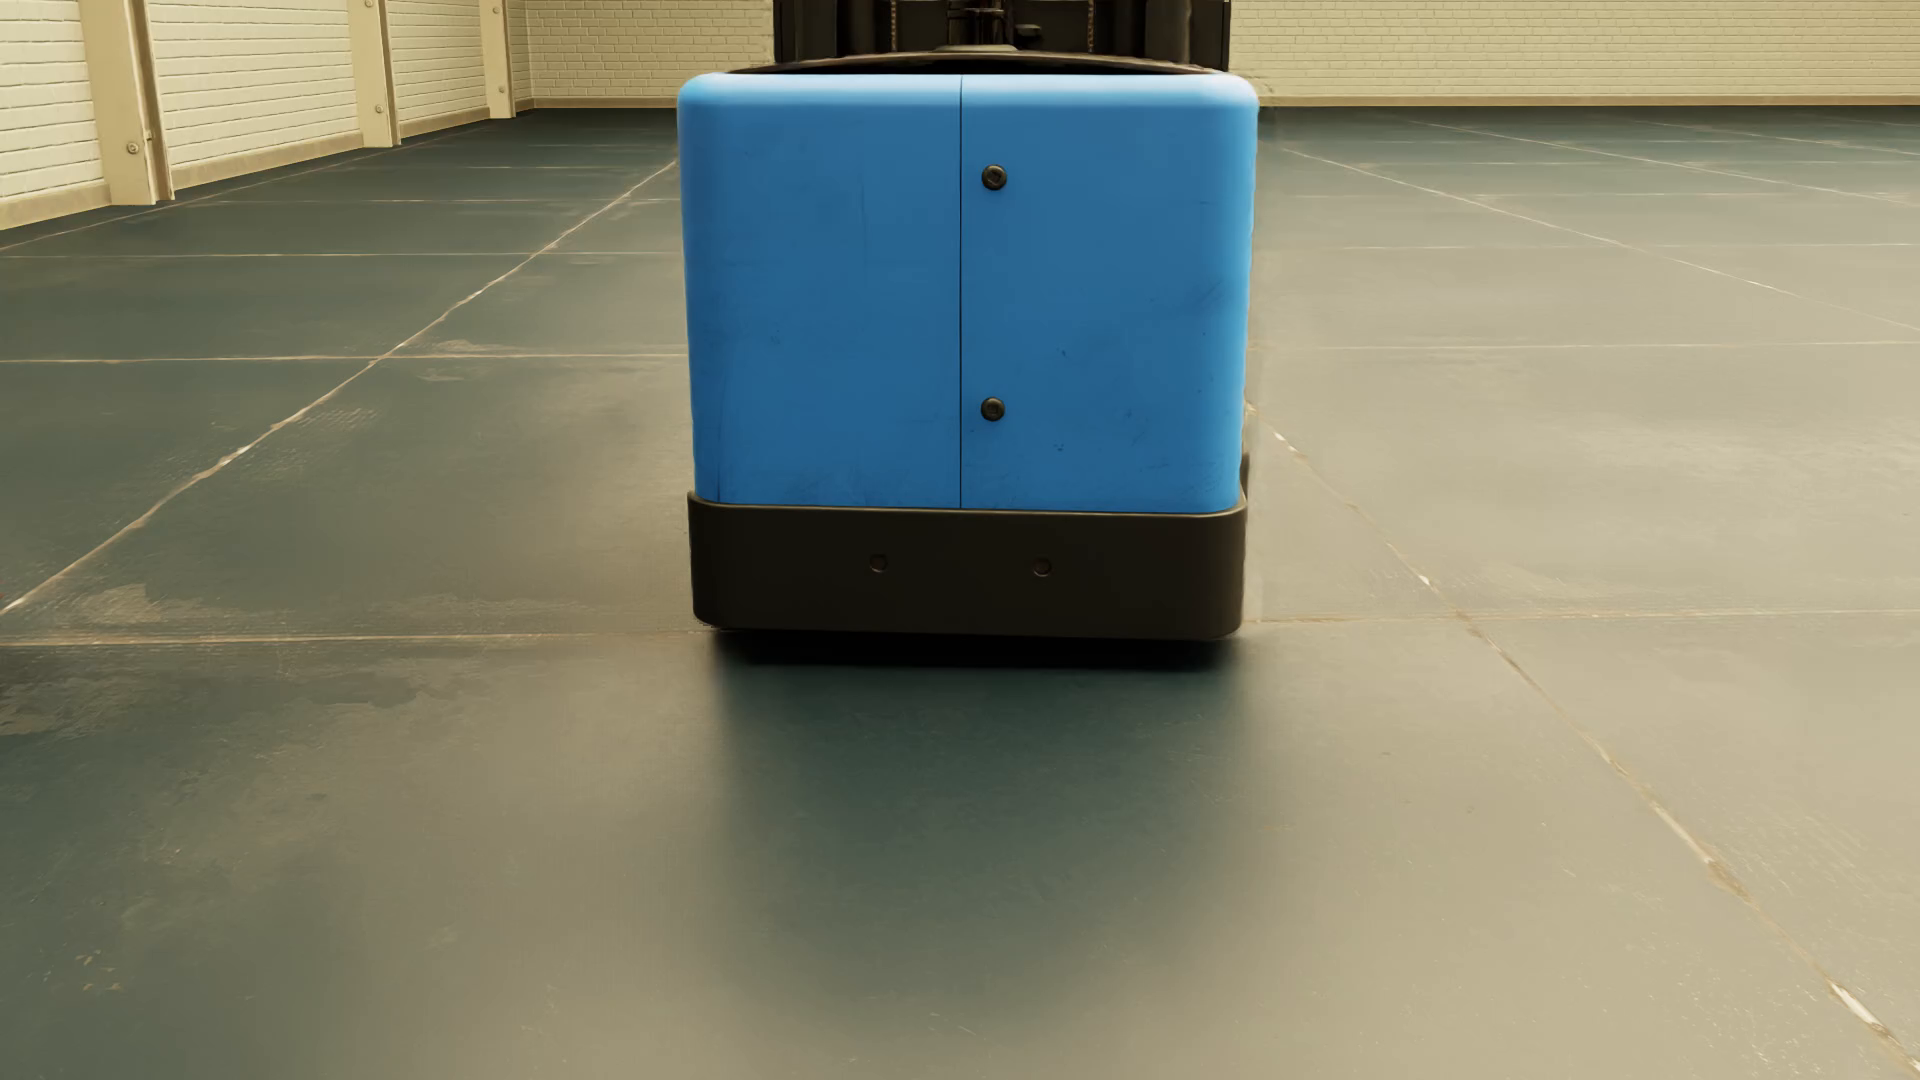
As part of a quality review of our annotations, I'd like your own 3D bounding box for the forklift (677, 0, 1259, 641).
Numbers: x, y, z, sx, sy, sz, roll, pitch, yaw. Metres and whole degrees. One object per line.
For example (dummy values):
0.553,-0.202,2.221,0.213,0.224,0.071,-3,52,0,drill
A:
0.117,-1.597,4.130,1.130,2.935,3.031,1,17,4,forklift
